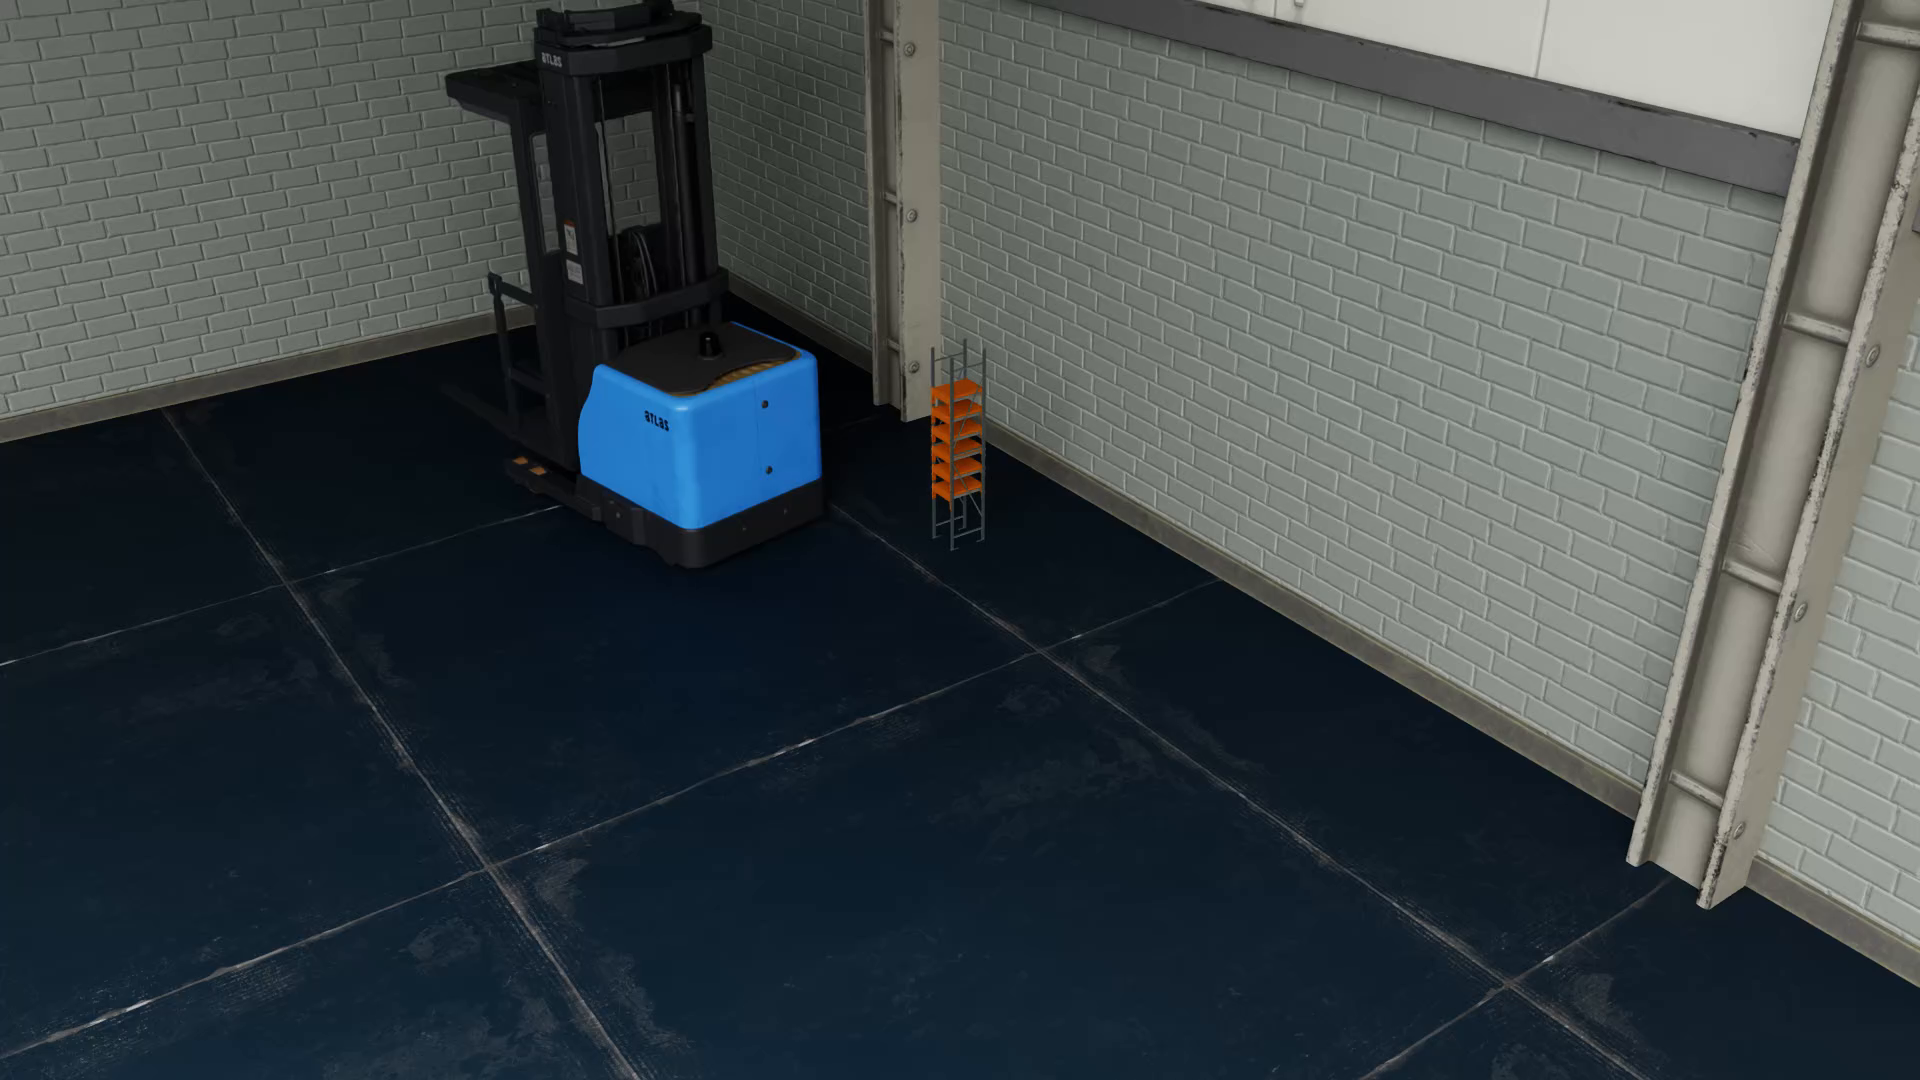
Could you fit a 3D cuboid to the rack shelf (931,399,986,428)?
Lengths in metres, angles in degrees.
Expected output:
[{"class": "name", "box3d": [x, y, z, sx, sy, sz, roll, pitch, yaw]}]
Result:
[{"class": "rack shelf", "box3d": [-0.008, -0.705, 9.381, 0.258, 0.103, 0.180, -19, 34, -31]}]

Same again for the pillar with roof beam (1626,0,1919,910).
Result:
[{"class": "pillar with roof beam", "box3d": [-0.389, -1.342, 2.793, 9.100, 9.000, 0.400, -19, 34, -31]}]

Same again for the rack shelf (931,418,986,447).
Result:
[{"class": "rack shelf", "box3d": [-0.008, -0.599, 9.438, 0.258, 0.103, 0.180, -19, 34, -31]}]

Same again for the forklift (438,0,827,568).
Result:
[{"class": "forklift", "box3d": [-2.199, -1.730, 9.864, 3.031, 2.935, 1.130, 25, 37, 38]}]

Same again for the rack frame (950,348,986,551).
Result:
[{"class": "rack frame", "box3d": [0.045, -0.497, 9.409, 0.240, 1.200, 0.006, -19, 34, -31]}]

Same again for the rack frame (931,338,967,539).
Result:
[{"class": "rack frame", "box3d": [-0.061, -0.568, 9.540, 0.240, 1.200, 0.006, -19, 34, -31]}]

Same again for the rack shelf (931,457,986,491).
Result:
[{"class": "rack shelf", "box3d": [-0.008, -0.388, 9.552, 0.258, 0.103, 0.180, -19, 34, -31]}]

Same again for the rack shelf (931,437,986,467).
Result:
[{"class": "rack shelf", "box3d": [-0.008, -0.494, 9.495, 0.258, 0.103, 0.180, -19, 34, -31]}]

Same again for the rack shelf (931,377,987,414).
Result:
[{"class": "rack shelf", "box3d": [-0.008, -0.810, 9.323, 0.258, 0.103, 0.180, -19, 34, -31]}]

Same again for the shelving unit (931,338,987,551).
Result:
[{"class": "shelving unit", "box3d": [-0.008, -0.533, 9.474, 0.258, 1.200, 0.189, -19, 34, -31]}]

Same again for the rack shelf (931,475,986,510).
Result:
[{"class": "rack shelf", "box3d": [-0.008, -0.283, 9.610, 0.258, 0.103, 0.180, -19, 34, -31]}]

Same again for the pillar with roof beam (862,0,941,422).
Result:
[{"class": "pillar with roof beam", "box3d": [-3.869, -3.675, 7.088, 9.100, 9.000, 0.400, -19, 34, -31]}]
